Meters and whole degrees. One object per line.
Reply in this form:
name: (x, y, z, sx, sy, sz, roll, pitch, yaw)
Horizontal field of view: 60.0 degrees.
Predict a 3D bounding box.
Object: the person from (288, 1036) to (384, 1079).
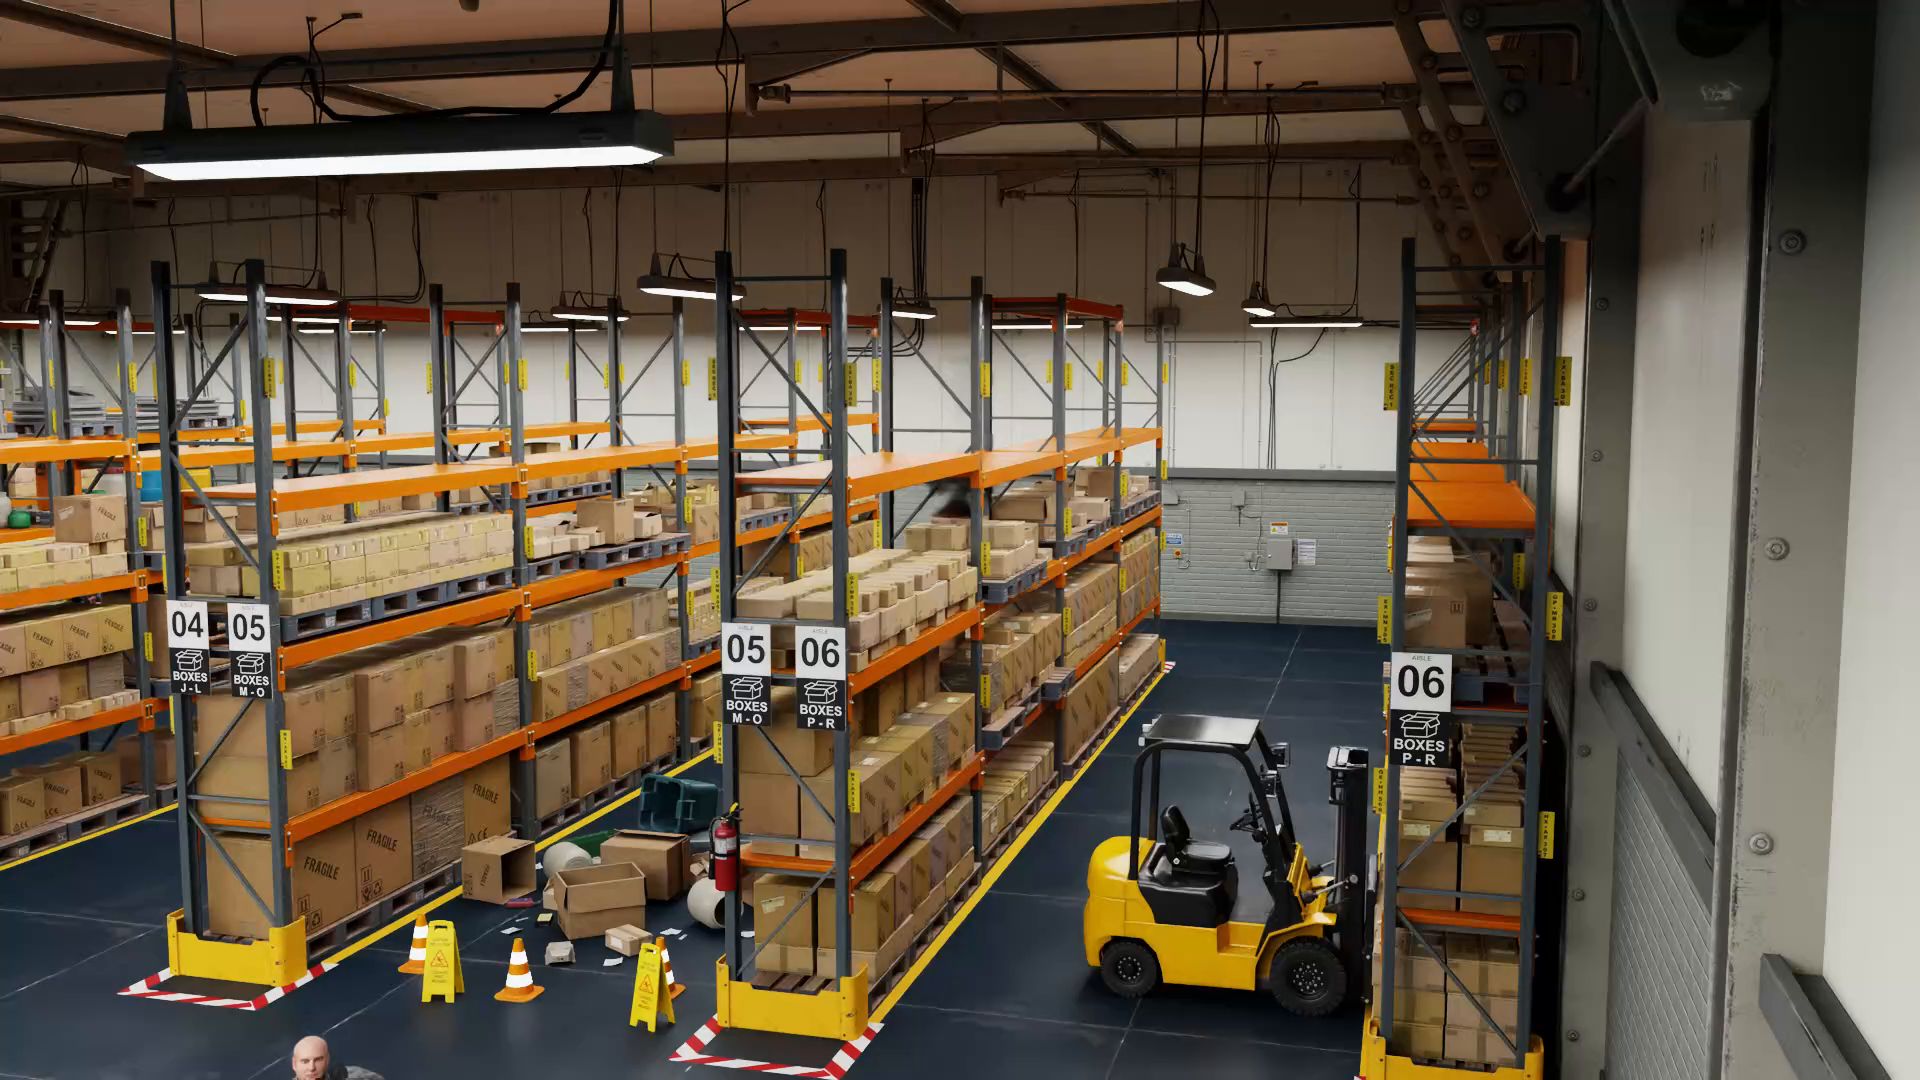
person: (-3.342, 3.405, 8.706, 0.678, 1.761, 0.850, -2, 6, -20)
